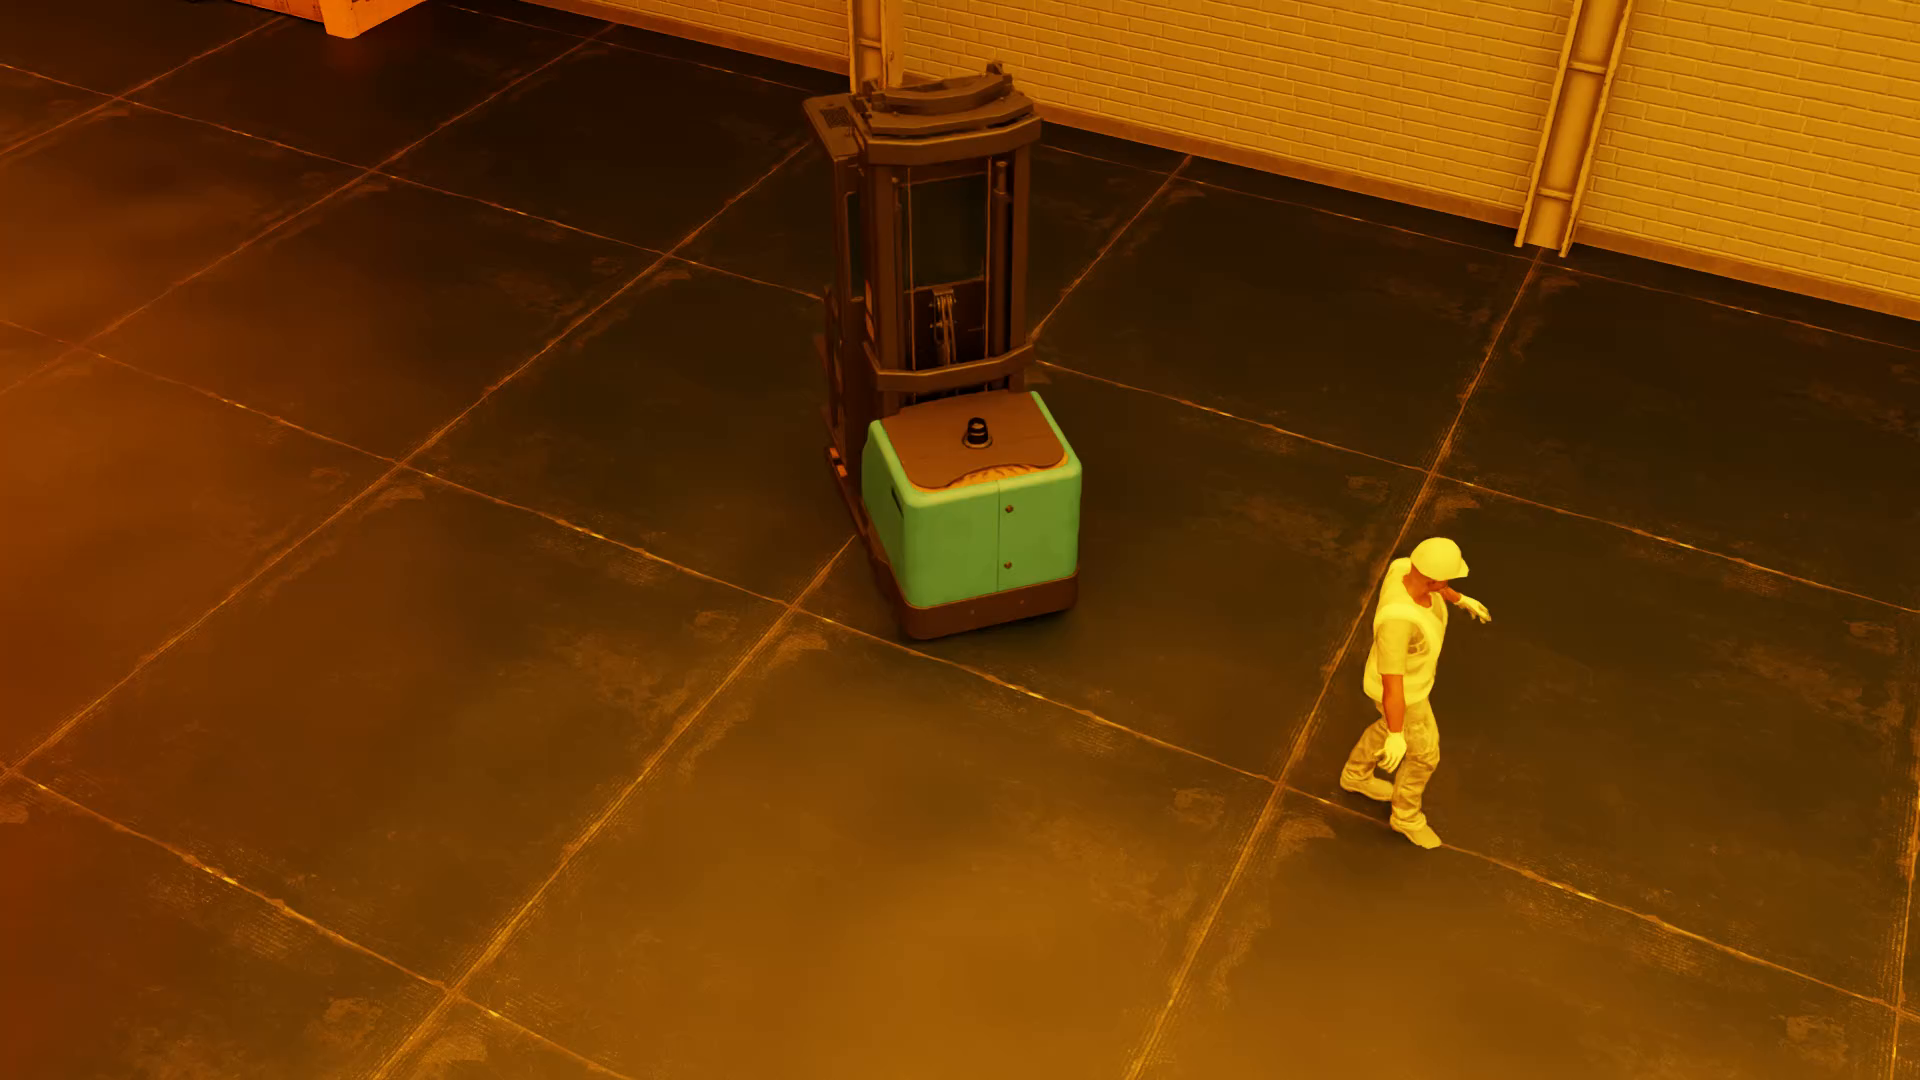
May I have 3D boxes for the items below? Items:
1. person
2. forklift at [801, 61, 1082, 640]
[{"bbox_3d":[2.238,0.732,8.068,0.580,1.806,1.026,14,42,16],"label":"person"},{"bbox_3d":[-0.244,-1.511,9.781,1.130,2.935,3.031,-12,41,-13],"label":"forklift"}]
